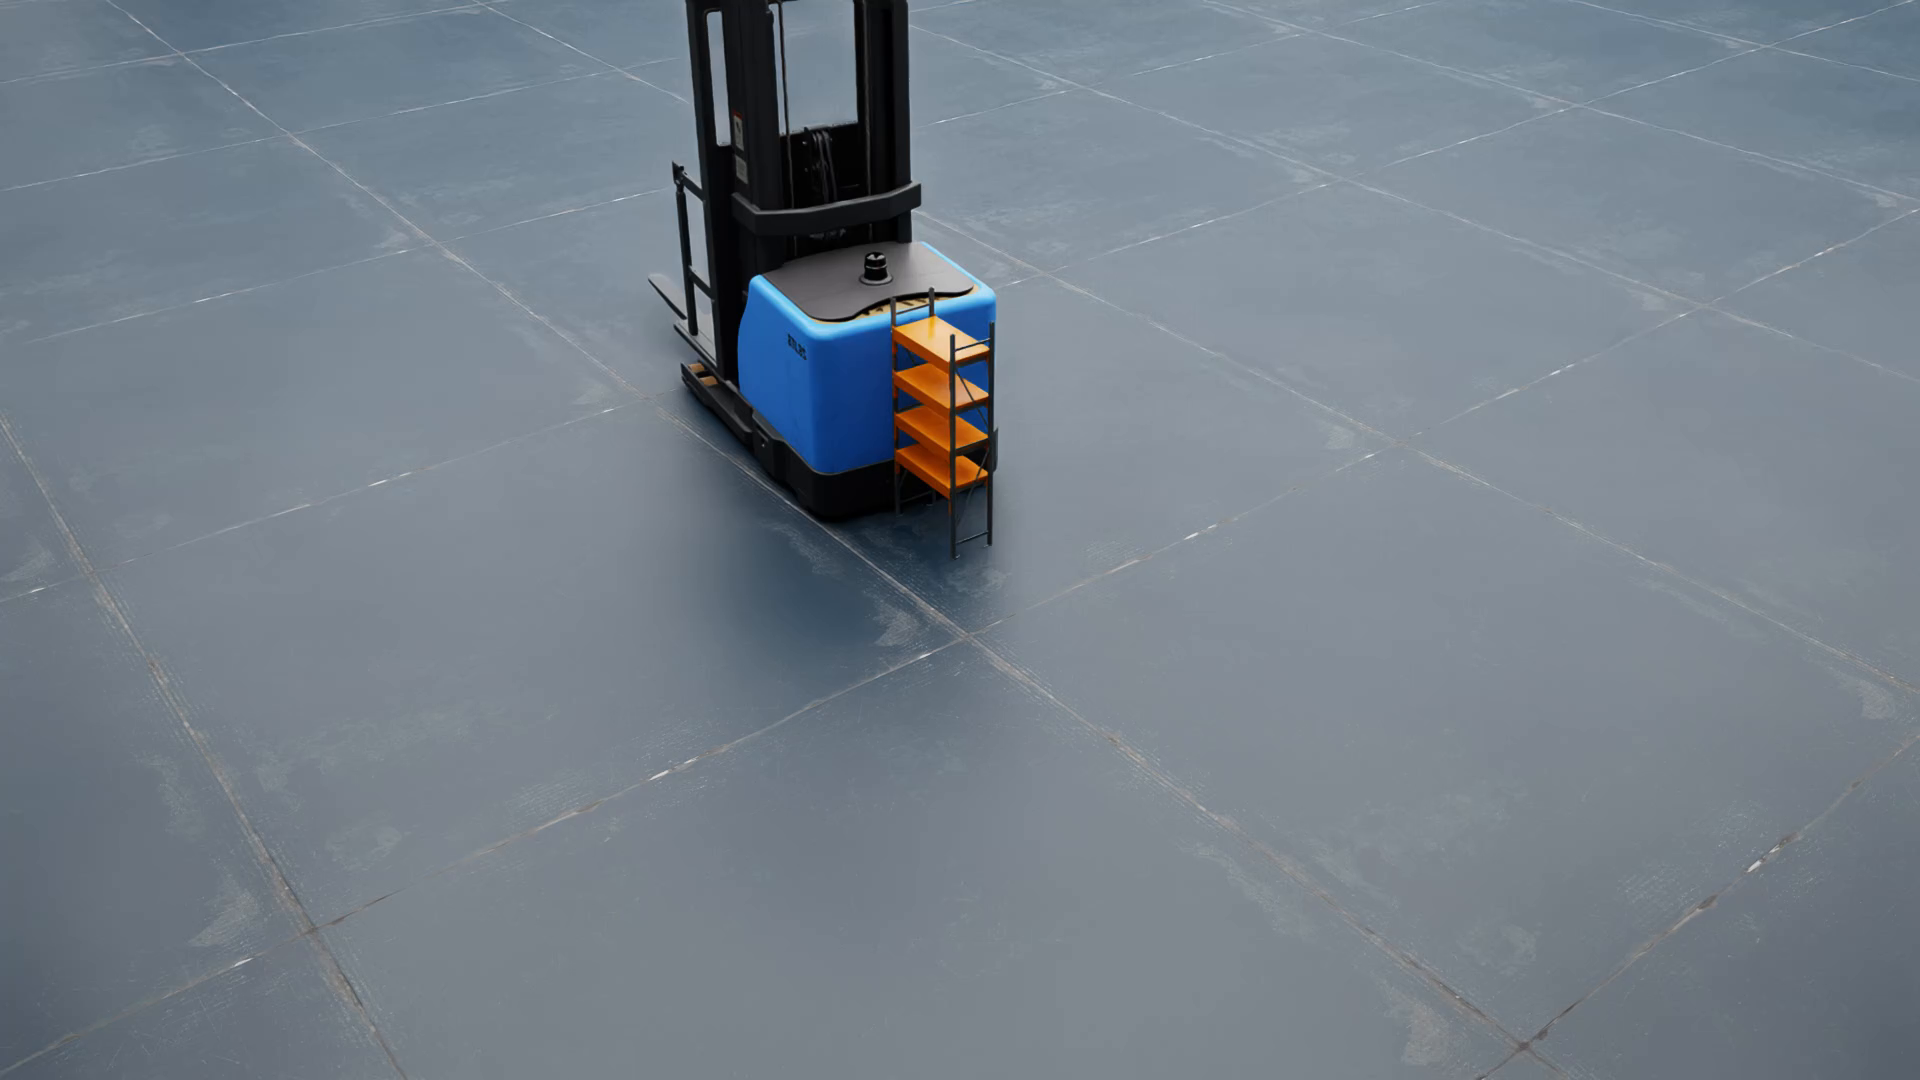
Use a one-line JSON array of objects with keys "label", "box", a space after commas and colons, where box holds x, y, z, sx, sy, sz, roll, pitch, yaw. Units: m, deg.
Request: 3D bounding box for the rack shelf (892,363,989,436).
[{"label": "rack shelf", "box": [-0.084, -0.685, 7.920, 0.258, 0.148, 0.480, -20, 37, -29]}]

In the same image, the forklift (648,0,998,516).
[{"label": "forklift", "box": [-0.954, -2.116, 8.878, 1.130, 2.935, 3.031, -16, 35, -24]}]

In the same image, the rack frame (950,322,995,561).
[{"label": "rack frame", "box": [0.057, -0.447, 7.833, 0.240, 1.200, 0.015, -20, 37, -29]}]

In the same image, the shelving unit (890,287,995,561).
[{"label": "shelving unit", "box": [-0.084, -0.552, 8.002, 0.258, 1.200, 0.503, -20, 37, -29]}]

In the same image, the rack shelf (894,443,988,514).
[{"label": "rack shelf", "box": [-0.084, -0.327, 8.143, 0.258, 0.148, 0.480, -20, 37, -29]}]

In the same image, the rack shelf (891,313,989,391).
[{"label": "rack shelf", "box": [-0.084, -0.886, 7.795, 0.258, 0.148, 0.480, -20, 37, -29]}]

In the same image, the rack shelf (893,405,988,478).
[{"label": "rack shelf", "box": [-0.084, -0.495, 8.038, 0.258, 0.148, 0.480, -20, 37, -29]}]

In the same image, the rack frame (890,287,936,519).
[{"label": "rack frame", "box": [-0.225, -0.658, 8.172, 0.240, 1.200, 0.015, -20, 37, -29]}]
